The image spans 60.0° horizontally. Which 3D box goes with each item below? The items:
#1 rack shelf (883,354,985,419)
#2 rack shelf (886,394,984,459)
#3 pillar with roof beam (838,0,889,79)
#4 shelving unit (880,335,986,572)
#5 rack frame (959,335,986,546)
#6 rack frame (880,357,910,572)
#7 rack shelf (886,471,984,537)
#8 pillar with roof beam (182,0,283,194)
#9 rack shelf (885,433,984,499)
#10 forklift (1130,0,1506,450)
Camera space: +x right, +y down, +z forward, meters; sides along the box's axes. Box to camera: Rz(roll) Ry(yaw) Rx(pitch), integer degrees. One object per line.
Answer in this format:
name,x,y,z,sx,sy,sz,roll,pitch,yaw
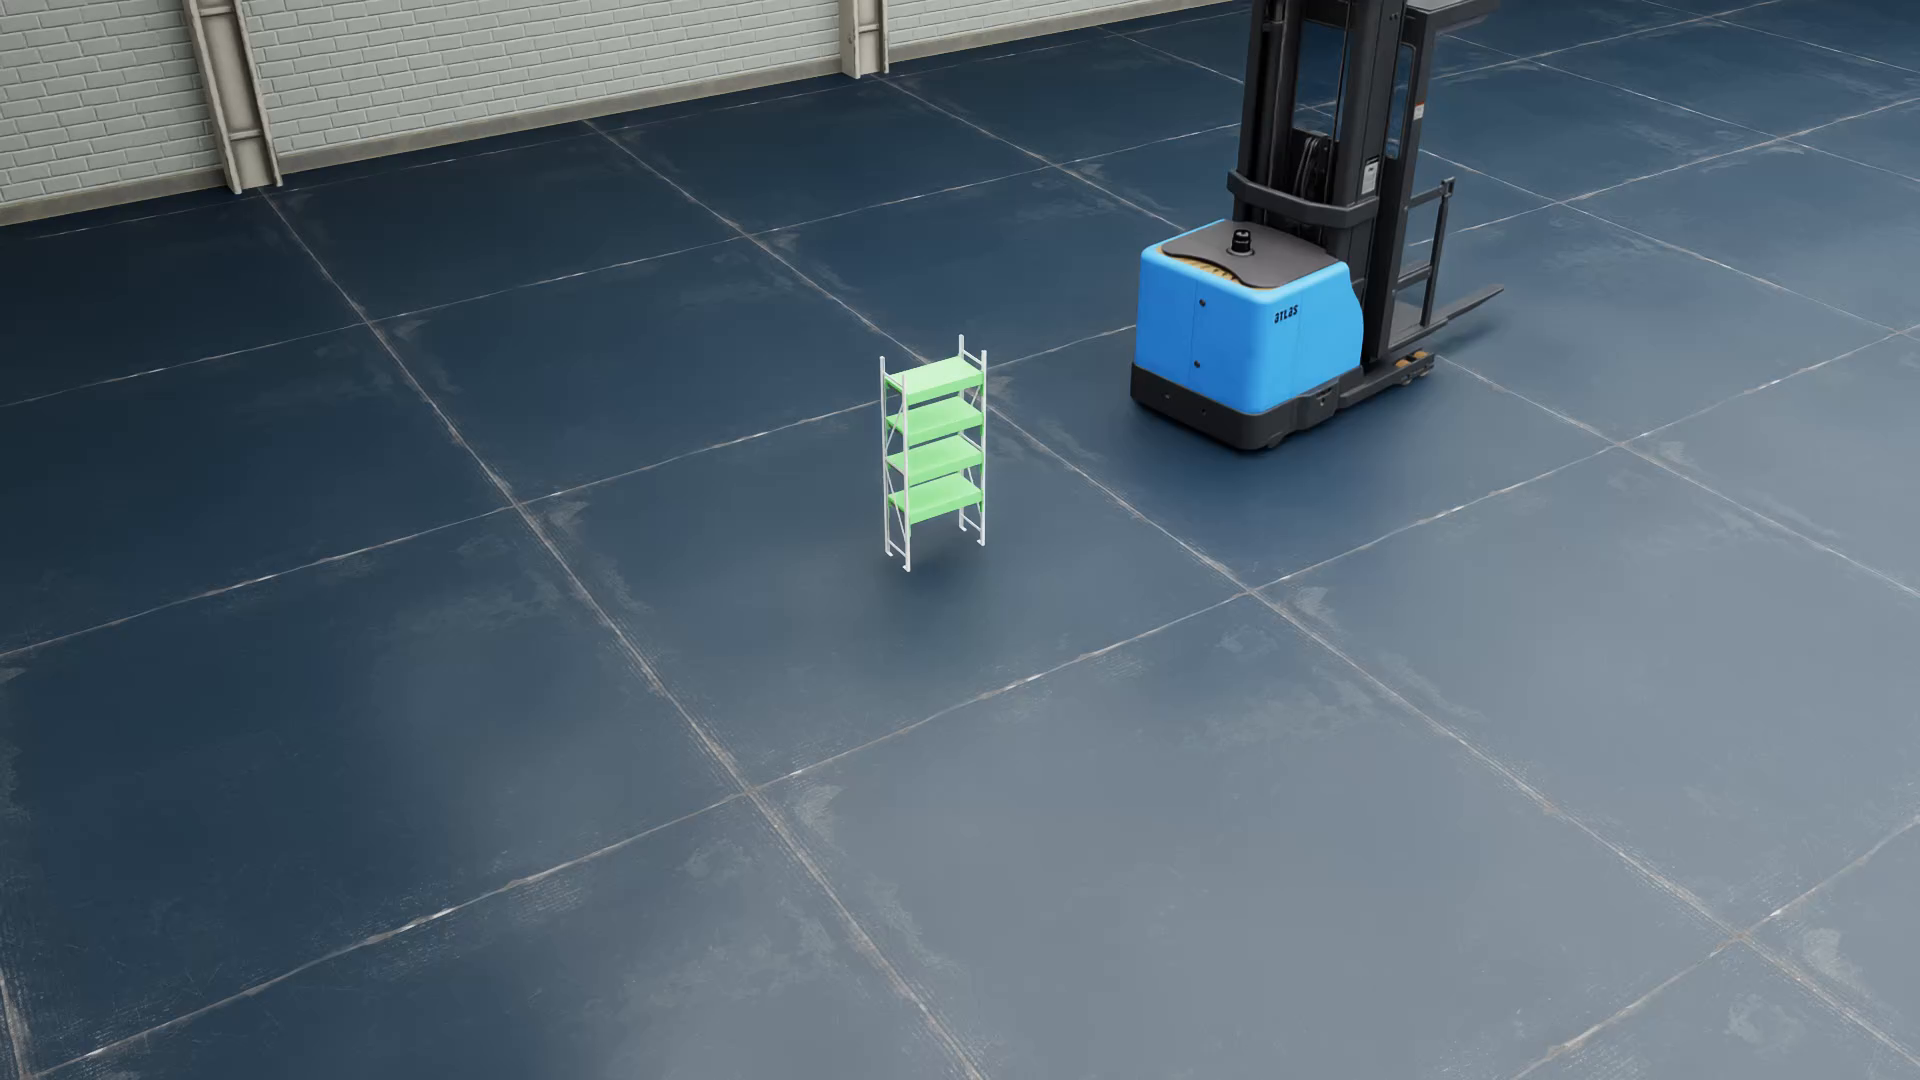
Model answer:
rack shelf,-0.139,-0.812,8.754,0.480,0.148,0.258,-19,37,-27
rack shelf,-0.139,-0.609,8.882,0.480,0.148,0.258,-19,37,-27
pillar with roof beam,1.365,-6.642,11.466,0.400,9.000,9.100,-19,37,-27
shelving unit,-0.139,-0.460,8.976,0.503,1.200,0.258,-19,37,-27
rack frame,0.066,-0.530,9.087,0.015,1.200,0.240,-19,37,-27
rack frame,-0.344,-0.389,8.864,0.015,1.200,0.240,-19,37,-27
rack shelf,-0.139,-0.203,9.138,0.480,0.148,0.258,-19,37,-27
pillar with roof beam,-3.678,-4.908,8.717,0.400,9.000,9.100,-19,37,-27
rack shelf,-0.139,-0.406,9.010,0.480,0.148,0.258,-19,37,-27
forklift,2.530,-2.449,10.507,3.031,2.935,1.130,-26,40,-34
